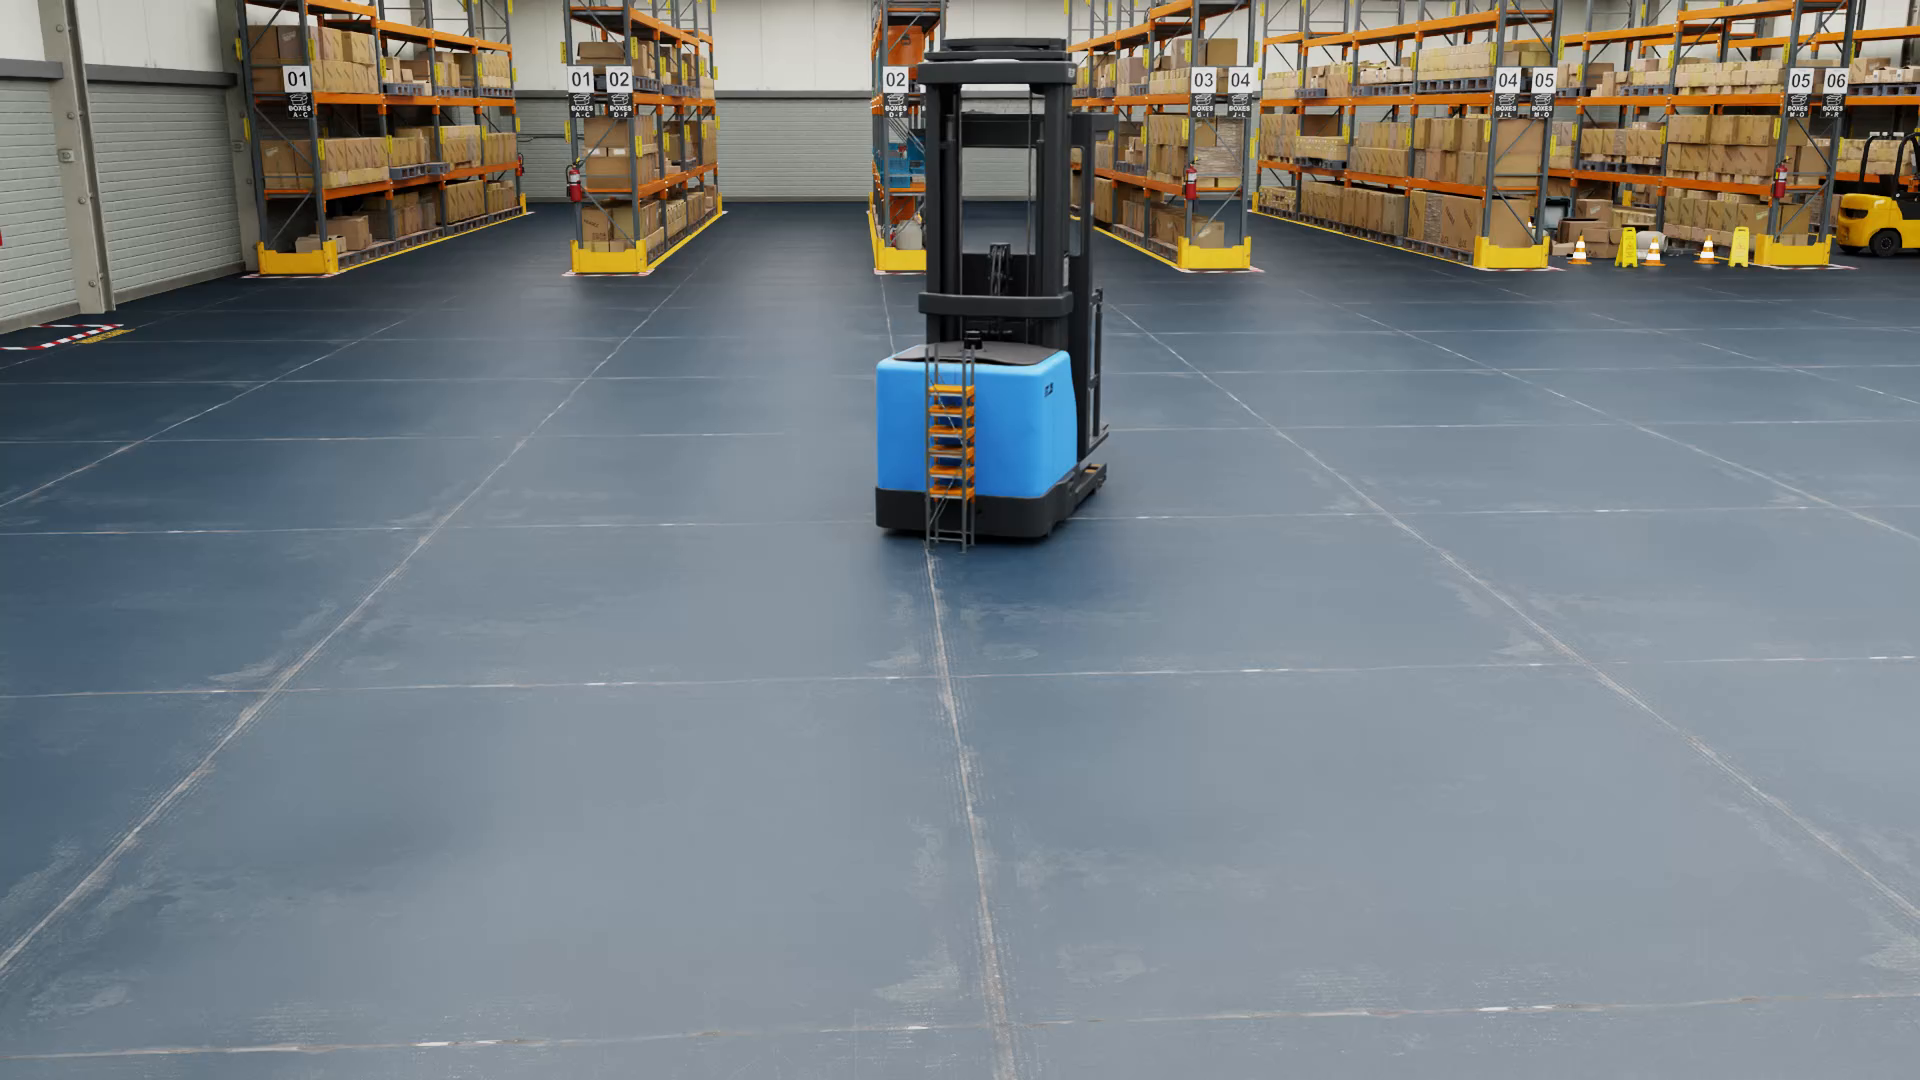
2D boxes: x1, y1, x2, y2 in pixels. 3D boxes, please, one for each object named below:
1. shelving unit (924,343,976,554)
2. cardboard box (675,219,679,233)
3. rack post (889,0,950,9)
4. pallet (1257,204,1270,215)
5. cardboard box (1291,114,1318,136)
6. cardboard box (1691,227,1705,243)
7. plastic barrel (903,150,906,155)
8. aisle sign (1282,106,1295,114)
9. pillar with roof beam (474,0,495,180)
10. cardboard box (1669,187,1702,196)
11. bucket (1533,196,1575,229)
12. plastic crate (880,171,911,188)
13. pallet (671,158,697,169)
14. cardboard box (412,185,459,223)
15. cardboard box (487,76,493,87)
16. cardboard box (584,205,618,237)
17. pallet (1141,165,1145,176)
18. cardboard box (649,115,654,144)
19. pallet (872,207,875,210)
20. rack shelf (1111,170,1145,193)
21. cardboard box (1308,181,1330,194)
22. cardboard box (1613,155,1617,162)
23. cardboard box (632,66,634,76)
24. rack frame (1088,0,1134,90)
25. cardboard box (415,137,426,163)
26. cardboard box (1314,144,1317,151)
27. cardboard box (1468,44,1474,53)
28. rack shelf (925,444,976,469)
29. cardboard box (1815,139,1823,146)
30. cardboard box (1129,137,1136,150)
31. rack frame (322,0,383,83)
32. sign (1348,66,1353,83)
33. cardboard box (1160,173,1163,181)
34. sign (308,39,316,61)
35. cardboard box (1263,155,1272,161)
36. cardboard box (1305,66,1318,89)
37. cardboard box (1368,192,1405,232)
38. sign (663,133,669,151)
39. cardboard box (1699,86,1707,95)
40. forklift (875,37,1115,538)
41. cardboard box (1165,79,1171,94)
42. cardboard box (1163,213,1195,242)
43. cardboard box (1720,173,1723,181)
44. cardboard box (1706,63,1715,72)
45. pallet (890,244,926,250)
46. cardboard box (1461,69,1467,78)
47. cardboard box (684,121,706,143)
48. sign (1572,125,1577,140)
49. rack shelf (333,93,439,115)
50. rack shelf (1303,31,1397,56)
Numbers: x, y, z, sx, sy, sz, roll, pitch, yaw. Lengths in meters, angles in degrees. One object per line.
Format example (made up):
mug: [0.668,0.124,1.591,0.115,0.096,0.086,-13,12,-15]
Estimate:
shelving unit: [-0.057,-0.529,9.673,0.258,1.200,0.189,4,15,15]
cardboard box: [-5.794,-6.164,32.638,0.500,0.250,0.500,-1,14,-2]
rack post: [-0.649,-8.739,26.937,0.937,0.300,0.954,1,14,3]
pallet: [8.200,-8.421,42.333,1.003,0.211,1.213,-1,14,-3]
cardboard box: [8.129,-9.788,39.244,0.500,0.500,0.500,-1,14,-5]
cardboard box: [13.705,-5.567,30.318,0.500,0.250,0.500,-1,14,-4]
plastic barrel: [-0.947,-7.677,33.621,0.421,0.512,0.421,0,14,0]
aisle sign: [8.475,-11.275,42.611,0.394,0.787,0.004,-1,14,-3]
pillar with roof beam: [-8.342,-13.342,43.824,9.100,9.000,0.400,-1,14,-3]
cardboard box: [18.090,-8.540,41.373,0.700,0.500,0.500,-1,14,-6]
bucket: [11.233,-6.161,31.473,0.726,0.611,0.620,4,5,16]
plastic crate: [-1.058,-5.934,27.368,0.499,0.251,0.616,-1,14,-3]
pallet: [-6.294,-8.191,36.226,1.003,0.211,1.213,-1,14,-3]
cardboard box: [-11.027,-7.070,34.956,0.750,0.750,0.750,-1,14,-4]
cardboard box: [-11.157,-10.652,38.646,0.500,0.250,0.500,-1,14,-5]
cardboard box: [-6.080,-5.423,28.253,0.500,0.500,0.500,-1,14,-3]
pallet: [4.065,-7.057,31.819,1.003,0.211,1.213,-1,14,-3]
cardboard box: [-5.887,-7.372,29.854,0.700,0.500,0.500,-1,14,-3]
pallet: [-1.635,-8.007,40.721,1.003,0.211,1.213,-1,14,-3]
rack shelf: [3.843,-7.106,33.070,1.077,0.370,4.000,-1,14,-3]
cardboard box: [8.246,-8.034,37.901,0.500,0.250,0.500,0,14,-2]
cardboard box: [13.545,-7.767,33.853,0.380,0.149,0.250,0,14,-1]
cardboard box: [-5.570,-7.708,27.326,0.380,0.149,0.250,-1,14,-3]
rack frame: [3.471,-11.852,38.033,1.000,3.000,0.127,-1,14,-3]
cardboard box: [-11.012,-7.729,32.963,0.700,0.500,0.500,-2,15,-9]
cardboard box: [8.092,-8.730,37.002,0.380,0.149,0.250,-1,14,-5]
cardboard box: [8.764,-8.252,27.919,0.380,0.149,0.250,-1,14,-2]
rack shelf: [-0.057,-0.486,9.685,0.258,0.103,0.180,4,15,15]
cardboard box: [18.308,-8.395,35.133,0.380,0.149,0.250,-1,14,-2]
cardboard box: [3.792,-8.070,34.329,0.500,0.500,0.500,-3,15,-10]
rack frame: [-10.865,-9.633,29.408,1.000,3.000,0.127,-1,14,-3]
sign: [8.134,-9.699,34.645,0.100,0.325,0.005,-1,14,-3]
cardboard box: [3.782,-6.467,29.646,0.380,0.149,0.250,-1,14,-3]
sign: [-10.075,-7.618,25.839,0.100,0.325,0.005,-1,14,-3]
cardboard box: [7.893,-9.656,42.038,0.380,0.149,0.250,-1,14,-5]
cardboard box: [8.342,-10.607,38.169,0.700,0.500,0.500,-1,14,-3]
cardboard box: [8.739,-6.516,33.003,1.050,0.750,0.750,-1,14,-3]
sign: [-5.367,-7.272,30.374,0.100,0.325,0.005,-1,14,-3]
cardboard box: [13.694,-8.171,30.250,0.380,0.149,0.250,0,14,-2]
forklift: [0.382,-1.754,10.963,1.130,2.935,3.031,4,15,15]
cardboard box: [3.838,-7.835,28.741,0.500,0.250,0.500,-1,14,-4]
cardboard box: [3.995,-5.708,30.364,0.500,0.500,0.500,4,15,14]
cardboard box: [13.794,-6.464,29.634,0.380,0.149,0.250,-1,14,-3]
cardboard box: [13.660,-8.488,29.878,0.380,0.149,0.250,-1,14,-5]
pallet: [-0.898,-5.059,29.264,1.003,0.211,1.213,-1,14,-3]
cardboard box: [8.749,-7.928,28.259,0.380,0.149,0.250,-1,14,-4]
cardboard box: [-6.165,-9.449,38.525,0.500,0.500,0.500,-1,14,-2]
sign: [13.056,-8.657,35.328,0.100,0.325,0.005,-1,14,-3]
rack shelf: [-10.988,-8.330,31.805,1.077,0.370,4.000,-1,14,-3]
rack shelf: [8.552,-10.864,36.439,1.077,0.370,4.000,-1,14,-3]
